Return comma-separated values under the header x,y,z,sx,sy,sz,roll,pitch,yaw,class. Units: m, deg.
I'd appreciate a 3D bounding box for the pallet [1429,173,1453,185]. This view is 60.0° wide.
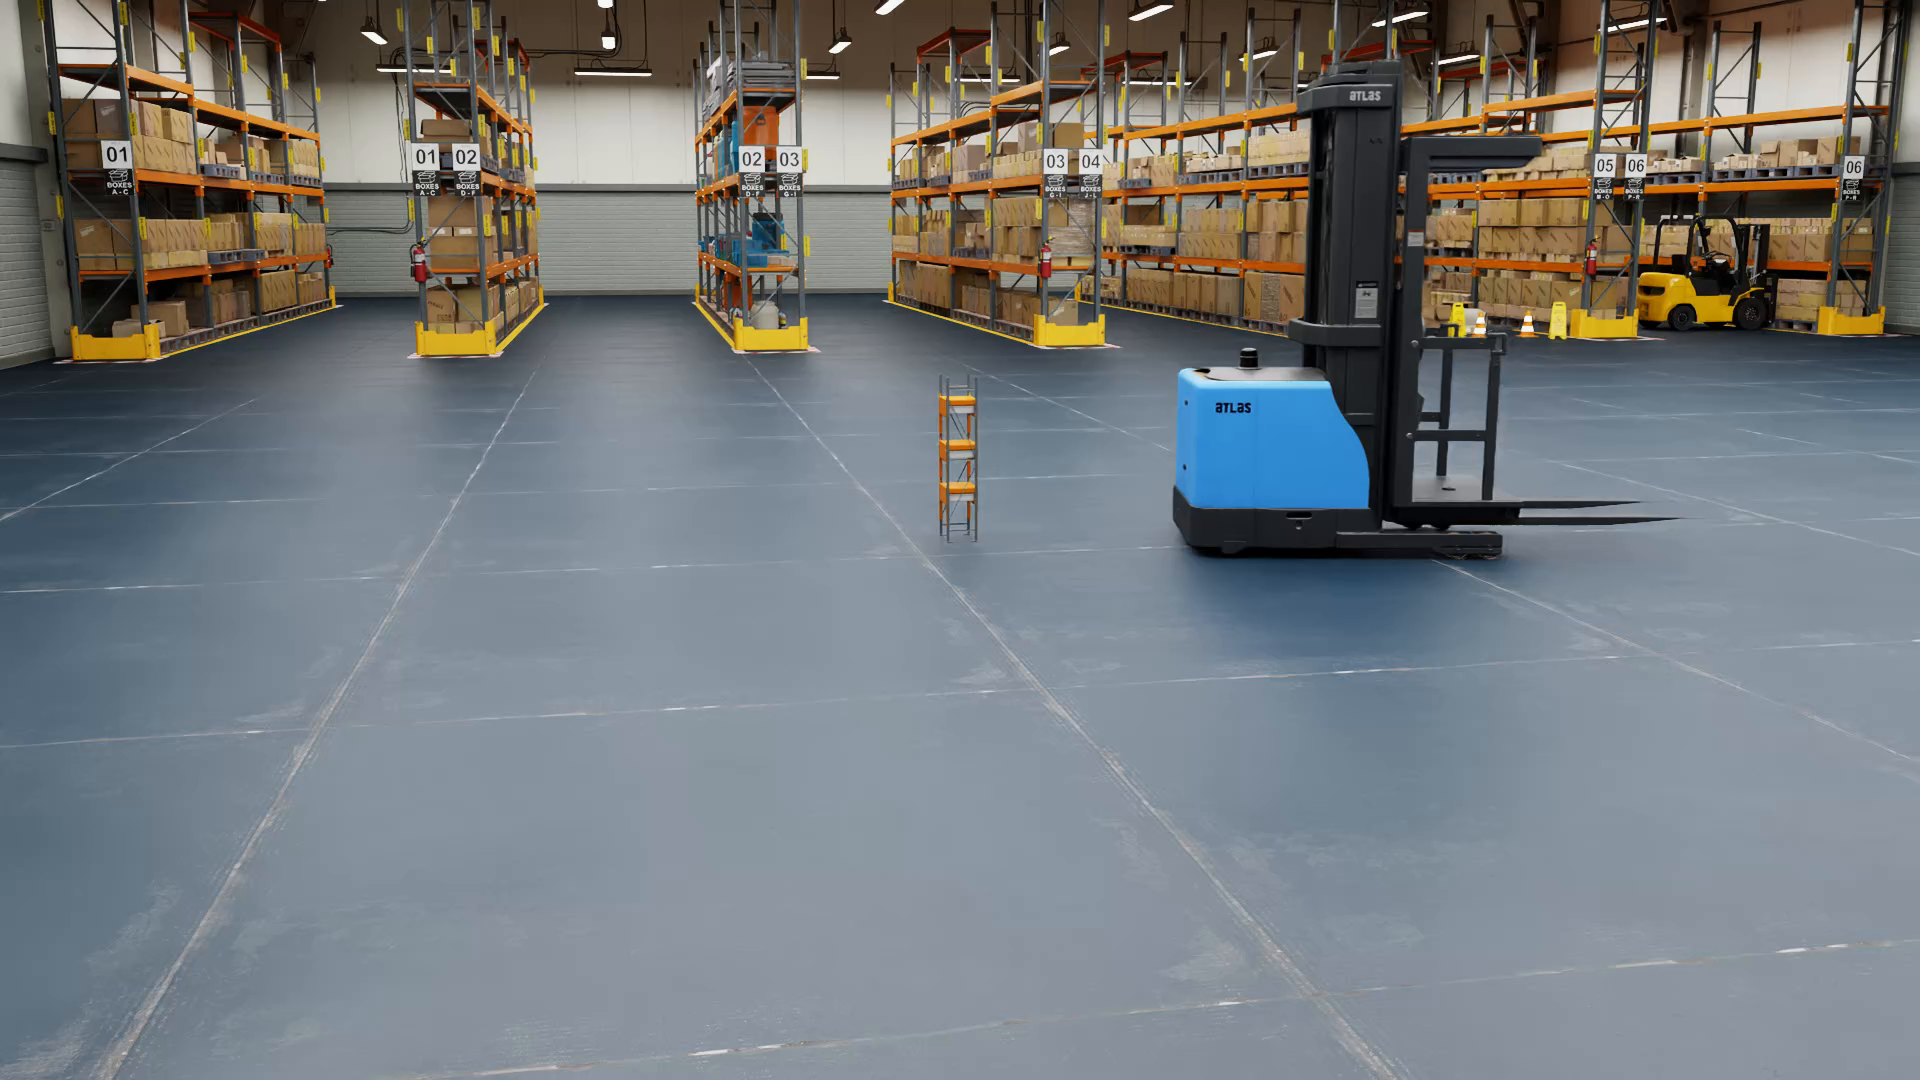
x,y,z,sx,sy,sz,roll,pitch,yaw,class
10.572,-7.530,34.718,1.213,0.211,1.003,-2,11,-11,pallet

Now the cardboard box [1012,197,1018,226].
x,y,z,sx,sy,sz,roll,pitch,yaw,class
1.213,-5.802,29.418,0.500,0.500,0.500,-2,11,-11,cardboard box

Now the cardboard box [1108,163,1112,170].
x,y,z,sx,sy,sz,roll,pitch,yaw,class
3.861,-9.190,40.935,0.380,0.149,0.250,-3,11,-13,cardboard box

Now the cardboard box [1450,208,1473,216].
x,y,z,sx,sy,sz,roll,pitch,yaw,class
10.334,-6.765,34.294,0.380,0.149,0.250,-2,11,-13,cardboard box

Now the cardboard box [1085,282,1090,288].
x,y,z,sx,sy,sz,roll,pitch,yaw,class
3.471,-6.639,43.258,0.380,0.149,0.250,-2,11,-11,cardboard box

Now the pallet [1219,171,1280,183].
x,y,z,sx,sy,sz,roll,pitch,yaw,class
5.730,-7.189,32.936,0.805,0.209,1.217,-3,11,-13,pallet

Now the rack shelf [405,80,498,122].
x,y,z,sx,sy,sz,roll,pitch,yaw,class
-8.257,-7.152,27.201,1.077,0.370,4.000,-2,11,-11,rack shelf

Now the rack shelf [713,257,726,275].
x,y,z,sx,sy,sz,roll,pitch,yaw,class
-4.176,-5.315,32.522,1.077,0.370,4.000,-2,11,-11,rack shelf

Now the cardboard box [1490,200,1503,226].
x,y,z,sx,sy,sz,roll,pitch,yaw,class
10.743,-6.345,32.275,0.700,0.500,0.500,-2,11,-11,cardboard box

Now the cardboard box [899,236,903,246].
x,y,z,sx,sy,sz,roll,pitch,yaw,class
-1.232,-7.470,41.525,0.500,0.250,0.500,-2,11,-13,cardboard box

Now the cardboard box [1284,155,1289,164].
x,y,z,sx,sy,sz,roll,pitch,yaw,class
6.041,-6.844,29.890,0.380,0.149,0.250,-2,11,-10,cardboard box

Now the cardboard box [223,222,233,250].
x,y,z,sx,sy,sz,roll,pitch,yaw,class
-13.917,-5.627,30.791,0.700,0.500,0.500,-2,11,-11,cardboard box

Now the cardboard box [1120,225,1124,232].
x,y,z,sx,sy,sz,roll,pitch,yaw,class
4.026,-7.397,39.494,0.380,0.149,0.250,-2,11,-8,cardboard box

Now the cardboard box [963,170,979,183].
x,y,z,sx,sy,sz,roll,pitch,yaw,class
0.344,-7.332,33.572,0.500,0.250,0.500,-2,11,-10,cardboard box

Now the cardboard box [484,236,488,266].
x,y,z,sx,sy,sz,roll,pitch,yaw,class
-8.250,-4.807,27.665,0.700,0.500,0.500,-2,11,-9,cardboard box

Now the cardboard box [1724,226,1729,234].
x,y,z,sx,sy,sz,roll,pitch,yaw,class
15.594,-6.229,33.397,0.380,0.149,0.250,-2,11,-11,cardboard box

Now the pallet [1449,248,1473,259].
x,y,z,sx,sy,sz,roll,pitch,yaw,class
10.786,-5.893,34.150,1.003,0.211,1.213,-2,11,-11,pallet

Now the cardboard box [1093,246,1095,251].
x,y,z,sx,sy,sz,roll,pitch,yaw,class
3.639,-7.511,42.806,0.380,0.149,0.250,-2,11,-8,cardboard box

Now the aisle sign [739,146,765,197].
x,y,z,sx,sy,sz,roll,pitch,yaw,class
-3.286,-5.821,26.304,0.394,0.787,0.004,-2,11,-11,aisle sign

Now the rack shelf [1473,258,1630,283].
x,y,z,sx,sy,sz,roll,pitch,yaw,class
11.181,-5.122,31.507,1.077,0.370,4.000,-2,11,-11,rack shelf

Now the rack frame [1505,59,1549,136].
x,y,z,sx,sy,sz,roll,pitch,yaw,class
14.105,-10.437,41.467,1.000,3.000,0.127,-2,11,-11,rack frame

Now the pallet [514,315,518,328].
x,y,z,sx,sy,sz,roll,pitch,yaw,class
-9.302,-4.333,32.899,1.003,0.211,1.213,-2,11,-11,pallet

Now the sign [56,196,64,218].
x,y,z,sx,sy,sz,roll,pitch,yaw,class
-13.275,-4.915,24.556,0.100,0.325,0.005,-2,11,-11,sign

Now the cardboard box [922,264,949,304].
x,y,z,sx,sy,sz,roll,pitch,yaw,class
-0.166,-5.831,37.868,1.225,0.875,0.875,-3,11,-13,cardboard box

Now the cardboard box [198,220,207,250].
x,y,z,sx,sy,sz,roll,pitch,yaw,class
-13.109,-5.170,28.180,0.500,0.500,0.500,-2,11,-11,cardboard box

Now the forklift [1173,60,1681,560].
x,y,z,sx,sy,sz,roll,pitch,yaw,class
2.921,-1.421,10.325,3.031,2.935,1.130,0,11,0,forklift

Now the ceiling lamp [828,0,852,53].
x,y,z,sx,sy,sz,roll,pitch,yaw,class
-2.435,-12.532,36.860,0.800,3.185,2.000,-2,11,-11,ceiling lamp

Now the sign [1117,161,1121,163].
x,y,z,sx,sy,sz,roll,pitch,yaw,class
4.171,-9.769,43.611,0.100,0.325,0.005,-2,11,-11,sign

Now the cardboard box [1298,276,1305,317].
x,y,z,sx,sy,sz,roll,pitch,yaw,class
6.538,-4.194,29.270,0.875,0.875,0.875,-2,11,-11,cardboard box

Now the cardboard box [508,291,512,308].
x,y,z,sx,sy,sz,roll,pitch,yaw,class
-8.676,-4.525,31.178,0.500,0.311,0.500,-2,11,-13,cardboard box

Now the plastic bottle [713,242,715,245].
x,y,z,sx,sy,sz,roll,pitch,yaw,class
-5.274,-6.310,35.958,0.144,0.351,0.185,-2,11,-11,plastic bottle

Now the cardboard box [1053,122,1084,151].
x,y,z,sx,sy,sz,roll,pitch,yaw,class
1.826,-6.944,28.737,0.500,0.500,0.500,-2,11,-11,cardboard box

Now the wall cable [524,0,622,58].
x,y,z,sx,sy,sz,roll,pitch,yaw,class
-10.899,-14.540,45.656,3.097,2.526,0.112,-2,11,-11,wall cable

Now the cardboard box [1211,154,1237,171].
x,y,z,sx,sy,sz,roll,pitch,yaw,class
5.400,-7.642,33.650,0.500,0.311,0.500,-3,11,-13,cardboard box

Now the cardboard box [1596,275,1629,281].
x,y,z,sx,sy,sz,roll,pitch,yaw,class
14.990,-5.682,37.753,0.875,0.625,0.625,-2,11,-9,cardboard box

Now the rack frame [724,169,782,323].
x,y,z,sx,sy,sz,roll,pitch,yaw,class
-3.787,-5.301,30.528,1.000,3.000,0.127,-2,11,-11,rack frame

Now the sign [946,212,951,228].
x,y,z,sx,sy,sz,roll,pitch,yaw,class
-0.250,-6.763,35.111,0.100,0.325,0.005,-2,11,-11,sign

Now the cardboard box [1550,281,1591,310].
x,y,z,sx,sy,sz,roll,pitch,yaw,class
11.159,-4.470,30.383,0.500,0.500,0.500,-2,11,-11,cardboard box

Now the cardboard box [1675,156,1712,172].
x,y,z,sx,sy,sz,roll,pitch,yaw,class
15.281,-7.832,34.649,0.500,0.311,0.500,-2,11,-13,cardboard box

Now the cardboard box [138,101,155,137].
x,y,z,sx,sy,sz,roll,pitch,yaw,class
-12.611,-6.405,25.306,0.500,0.500,0.500,-2,11,-12,cardboard box

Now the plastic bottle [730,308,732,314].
x,y,z,sx,sy,sz,roll,pitch,yaw,class
-4.155,-4.103,30.351,0.097,0.271,0.097,0,11,0,plastic bottle

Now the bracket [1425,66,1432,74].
x,y,z,sx,sy,sz,roll,pitch,yaw,class
13.419,-13.378,47.288,0.235,0.232,0.430,-2,11,-11,bracket

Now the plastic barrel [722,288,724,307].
x,y,z,sx,sy,sz,roll,pitch,yaw,class
-4.874,-5.209,35.571,0.421,0.512,0.421,0,11,0,plastic barrel

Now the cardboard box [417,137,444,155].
x,y,z,sx,sy,sz,roll,pitch,yaw,class
-8.351,-6.265,26.471,0.500,0.250,0.500,-2,11,-11,cardboard box

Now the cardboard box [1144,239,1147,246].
x,y,z,sx,sy,sz,roll,pitch,yaw,class
4.387,-6.769,37.787,0.380,0.149,0.250,-2,11,-9,cardboard box

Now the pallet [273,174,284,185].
x,y,z,sx,sy,sz,roll,pitch,yaw,class
-14.834,-7.622,35.207,0.805,0.209,1.217,-3,11,-13,pallet

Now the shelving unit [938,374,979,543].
x,y,z,sx,sy,sz,roll,pitch,yaw,class
-0.010,-0.526,10.650,0.215,1.050,0.252,-2,11,-11,shelving unit

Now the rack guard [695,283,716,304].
x,y,z,sx,sy,sz,roll,pitch,yaw,class
-6.138,-6.278,42.345,1.175,0.500,0.348,-2,11,-11,rack guard

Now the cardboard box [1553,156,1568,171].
x,y,z,sx,sy,sz,roll,pitch,yaw,class
11.123,-6.831,30.148,0.500,0.250,0.500,-2,11,-12,cardboard box

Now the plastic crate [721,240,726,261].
x,y,z,sx,sy,sz,roll,pitch,yaw,class
-4.306,-5.485,31.533,0.392,0.384,0.575,-2,11,-11,plastic crate

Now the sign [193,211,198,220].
x,y,z,sx,sy,sz,roll,pitch,yaw,class
-14.826,-6.223,32.272,0.100,0.325,0.005,-2,11,-11,sign

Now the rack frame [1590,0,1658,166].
x,y,z,sx,sy,sz,roll,pitch,yaw,class
11.570,-8.055,28.952,1.000,3.000,0.127,-2,11,-11,rack frame

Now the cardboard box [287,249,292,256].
x,y,z,sx,sy,sz,roll,pitch,yaw,class
-14.645,-6.198,35.855,0.380,0.149,0.250,-2,11,-10,cardboard box

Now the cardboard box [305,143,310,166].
x,y,z,sx,sy,sz,roll,pitch,yaw,class
-15.232,-8.854,38.174,0.500,0.500,0.500,-3,11,-14,cardboard box

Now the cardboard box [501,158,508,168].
x,y,z,sx,sy,sz,roll,pitch,yaw,class
-9.542,-7.457,33.563,0.910,0.500,0.500,-2,11,-11,cardboard box
